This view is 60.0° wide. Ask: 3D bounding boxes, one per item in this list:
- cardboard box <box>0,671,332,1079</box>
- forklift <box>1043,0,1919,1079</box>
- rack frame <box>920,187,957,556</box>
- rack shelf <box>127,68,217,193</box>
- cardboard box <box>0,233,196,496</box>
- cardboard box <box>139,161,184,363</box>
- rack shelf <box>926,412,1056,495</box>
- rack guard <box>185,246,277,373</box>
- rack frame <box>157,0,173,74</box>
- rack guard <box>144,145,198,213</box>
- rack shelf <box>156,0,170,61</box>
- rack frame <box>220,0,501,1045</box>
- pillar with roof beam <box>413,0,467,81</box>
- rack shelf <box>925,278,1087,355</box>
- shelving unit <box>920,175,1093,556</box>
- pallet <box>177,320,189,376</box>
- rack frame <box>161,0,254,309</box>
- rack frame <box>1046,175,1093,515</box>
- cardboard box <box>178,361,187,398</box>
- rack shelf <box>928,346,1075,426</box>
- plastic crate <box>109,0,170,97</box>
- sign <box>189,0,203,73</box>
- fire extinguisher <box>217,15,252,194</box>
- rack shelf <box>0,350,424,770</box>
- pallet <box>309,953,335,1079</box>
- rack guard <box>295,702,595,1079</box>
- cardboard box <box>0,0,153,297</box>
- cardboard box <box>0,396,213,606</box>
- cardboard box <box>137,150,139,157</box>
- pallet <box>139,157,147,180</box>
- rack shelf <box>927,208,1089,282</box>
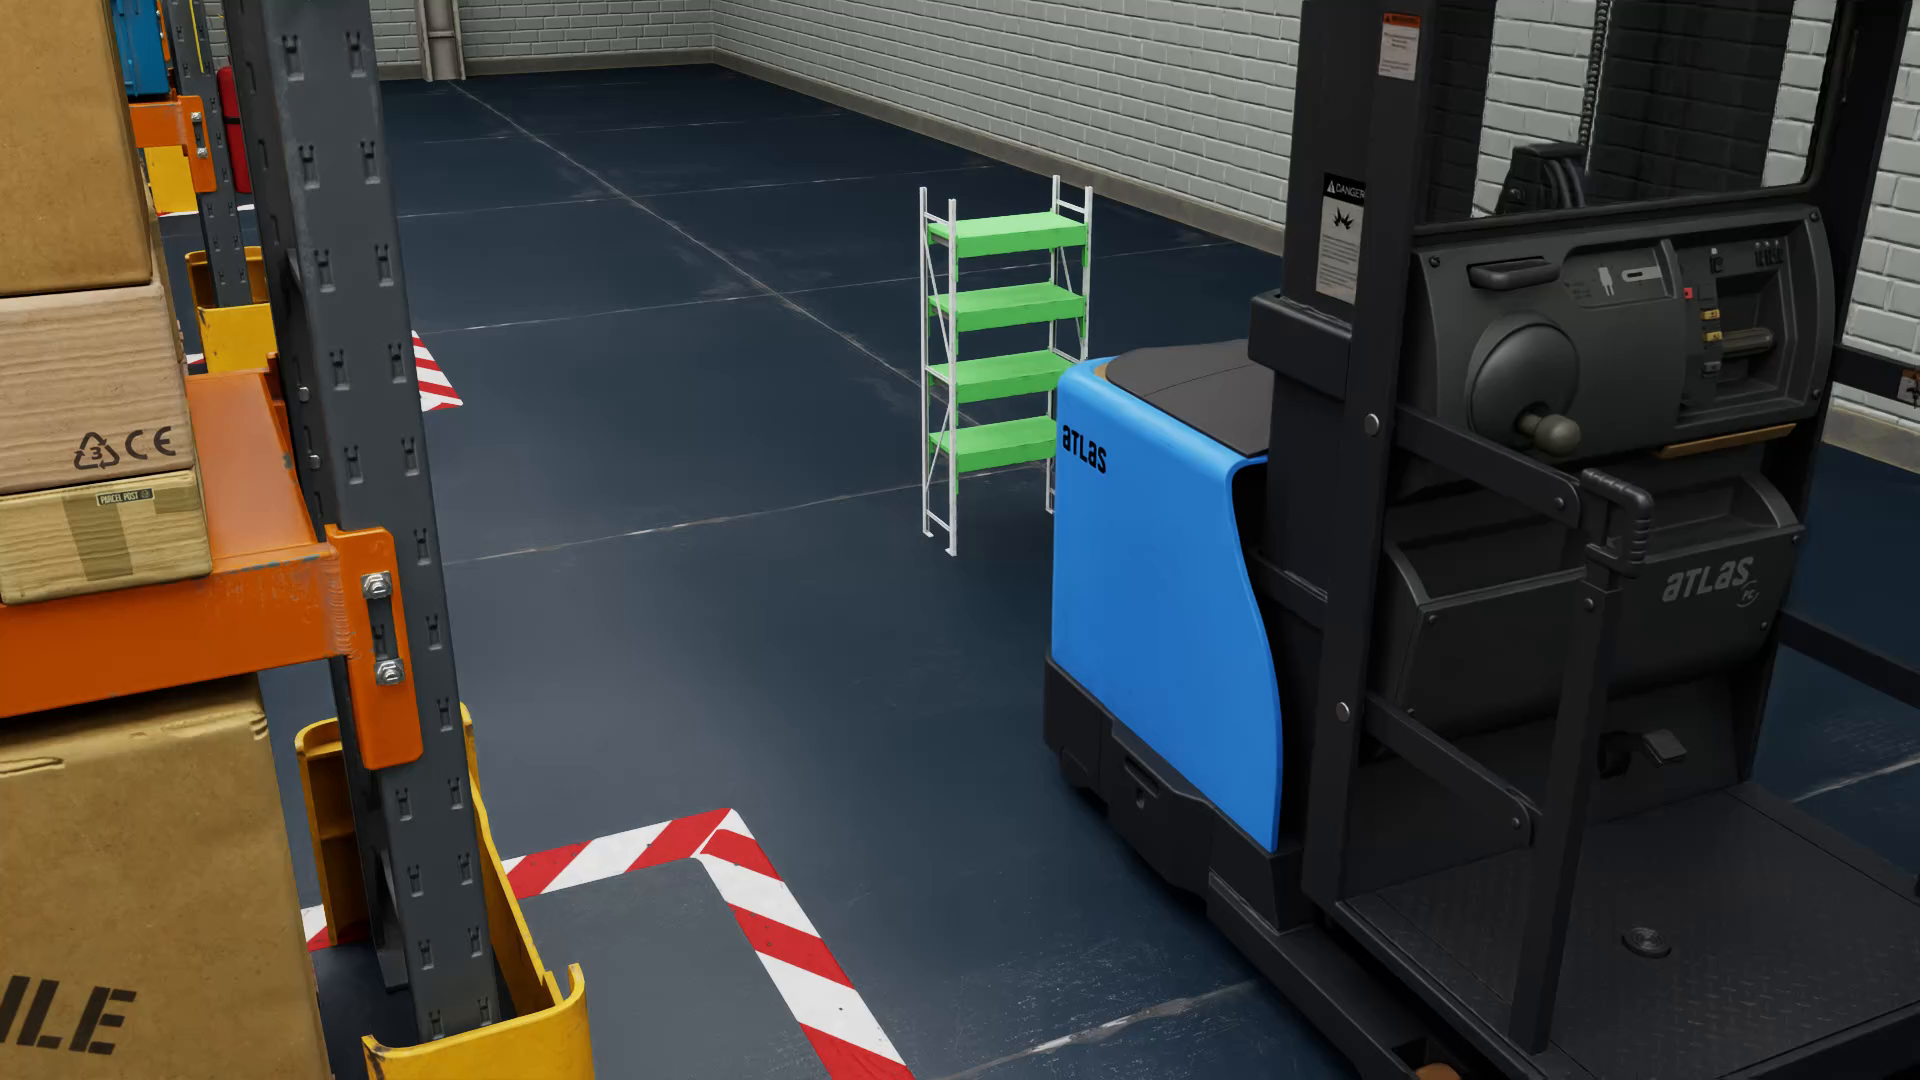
[{"bbox_3d":[-1.558,0.567,2.688,0.875,0.875,0.875,-10,25,-24],"label":"cardboard box"},{"bbox_3d":[1.286,-0.351,2.765,1.130,2.935,3.031,-10,24,-23],"label":"forklift"},{"bbox_3d":[-0.071,-0.541,5.489,0.015,1.200,0.240,-10,25,-24],"label":"rack frame"},{"bbox_3d":[-4.967,-1.397,6.145,4.000,0.370,1.077,-10,25,-24],"label":"rack shelf"},{"bbox_3d":[-1.338,-0.251,2.242,0.500,0.250,0.500,-11,25,-24],"label":"cardboard box"},{"bbox_3d":[-1.566,-0.436,2.689,0.500,0.250,0.500,-11,25,-25],"label":"cardboard box"},{"bbox_3d":[0.149,-0.301,5.703,0.480,0.148,0.258,-10,25,-24],"label":"rack shelf"},{"bbox_3d":[-3.149,-0.915,7.307,0.348,0.500,1.175,-10,25,-24],"label":"rack guard"},{"bbox_3d":[-5.309,-3.769,10.934,0.127,3.000,1.000,-10,25,-24],"label":"rack frame"},{"bbox_3d":[-5.378,-2.602,11.382,0.348,0.500,1.175,-10,25,-24],"label":"rack guard"},{"bbox_3d":[-7.112,-3.105,10.270,4.000,0.370,1.077,-10,25,-24],"label":"rack shelf"},{"bbox_3d":[-1.016,-0.355,2.685,0.127,3.000,1.000,-10,25,-24],"label":"rack frame"},{"bbox_3d":[-3.536,-7.510,12.127,0.400,9.000,9.100,-10,25,-24],"label":"pillar with roof beam"},{"bbox_3d":[0.149,-0.745,5.519,0.480,0.148,0.258,-10,25,-24],"label":"rack shelf"},{"bbox_3d":[0.149,-0.582,5.587,0.503,1.200,0.258,-10,25,-24],"label":"shelving unit"},{"bbox_3d":[-3.924,-0.650,7.044,1.213,0.211,1.003,-10,25,-24],"label":"pallet"},{"bbox_3d":[-3.165,-2.062,6.808,0.127,3.000,1.000,-10,25,-24],"label":"rack frame"},{"bbox_3d":[0.369,-0.622,5.685,0.015,1.200,0.240,-10,25,-24],"label":"rack frame"},{"bbox_3d":[-1.479,-0.293,2.865,0.250,0.149,0.380,-10,25,-23],"label":"cardboard box"},{"bbox_3d":[0.149,-0.523,5.611,0.480,0.148,0.258,-10,25,-24],"label":"rack shelf"},{"bbox_3d":[-3.385,-1.986,6.501,0.499,0.435,0.616,-10,25,-24],"label":"plastic crate"},{"bbox_3d":[-2.911,-1.950,6.326,0.005,0.325,0.100,-10,25,-24],"label":"sign"},{"bbox_3d":[-2.832,-1.722,6.577,0.183,0.674,0.296,-10,25,-24],"label":"fire extinguisher"},{"bbox_3d":[-2.819,0.309,2.021,4.000,0.370,1.077,-10,25,-24],"label":"rack shelf"},{"bbox_3d":[-1.703,1.093,2.833,1.213,0.211,1.003,-10,25,-24],"label":"pallet"},{"bbox_3d":[-0.995,0.796,3.173,0.348,0.500,1.175,-10,25,-24],"label":"rack guard"},{"bbox_3d":[-1.341,-0.598,2.099,0.500,0.500,0.500,-10,25,-23],"label":"cardboard box"},{"bbox_3d":[-1.194,-0.066,2.316,0.250,0.149,0.380,-10,24,-23],"label":"cardboard box"},{"bbox_3d":[-5.836,-2.704,11.513,0.250,0.149,0.380,-10,25,-24],"label":"cardboard box"},{"bbox_3d":[-6.096,-2.336,11.117,1.213,0.211,1.003,-10,25,-24],"label":"pallet"},{"bbox_3d":[0.149,-0.966,5.428,0.480,0.148,0.258,-10,25,-24],"label":"rack shelf"}]
